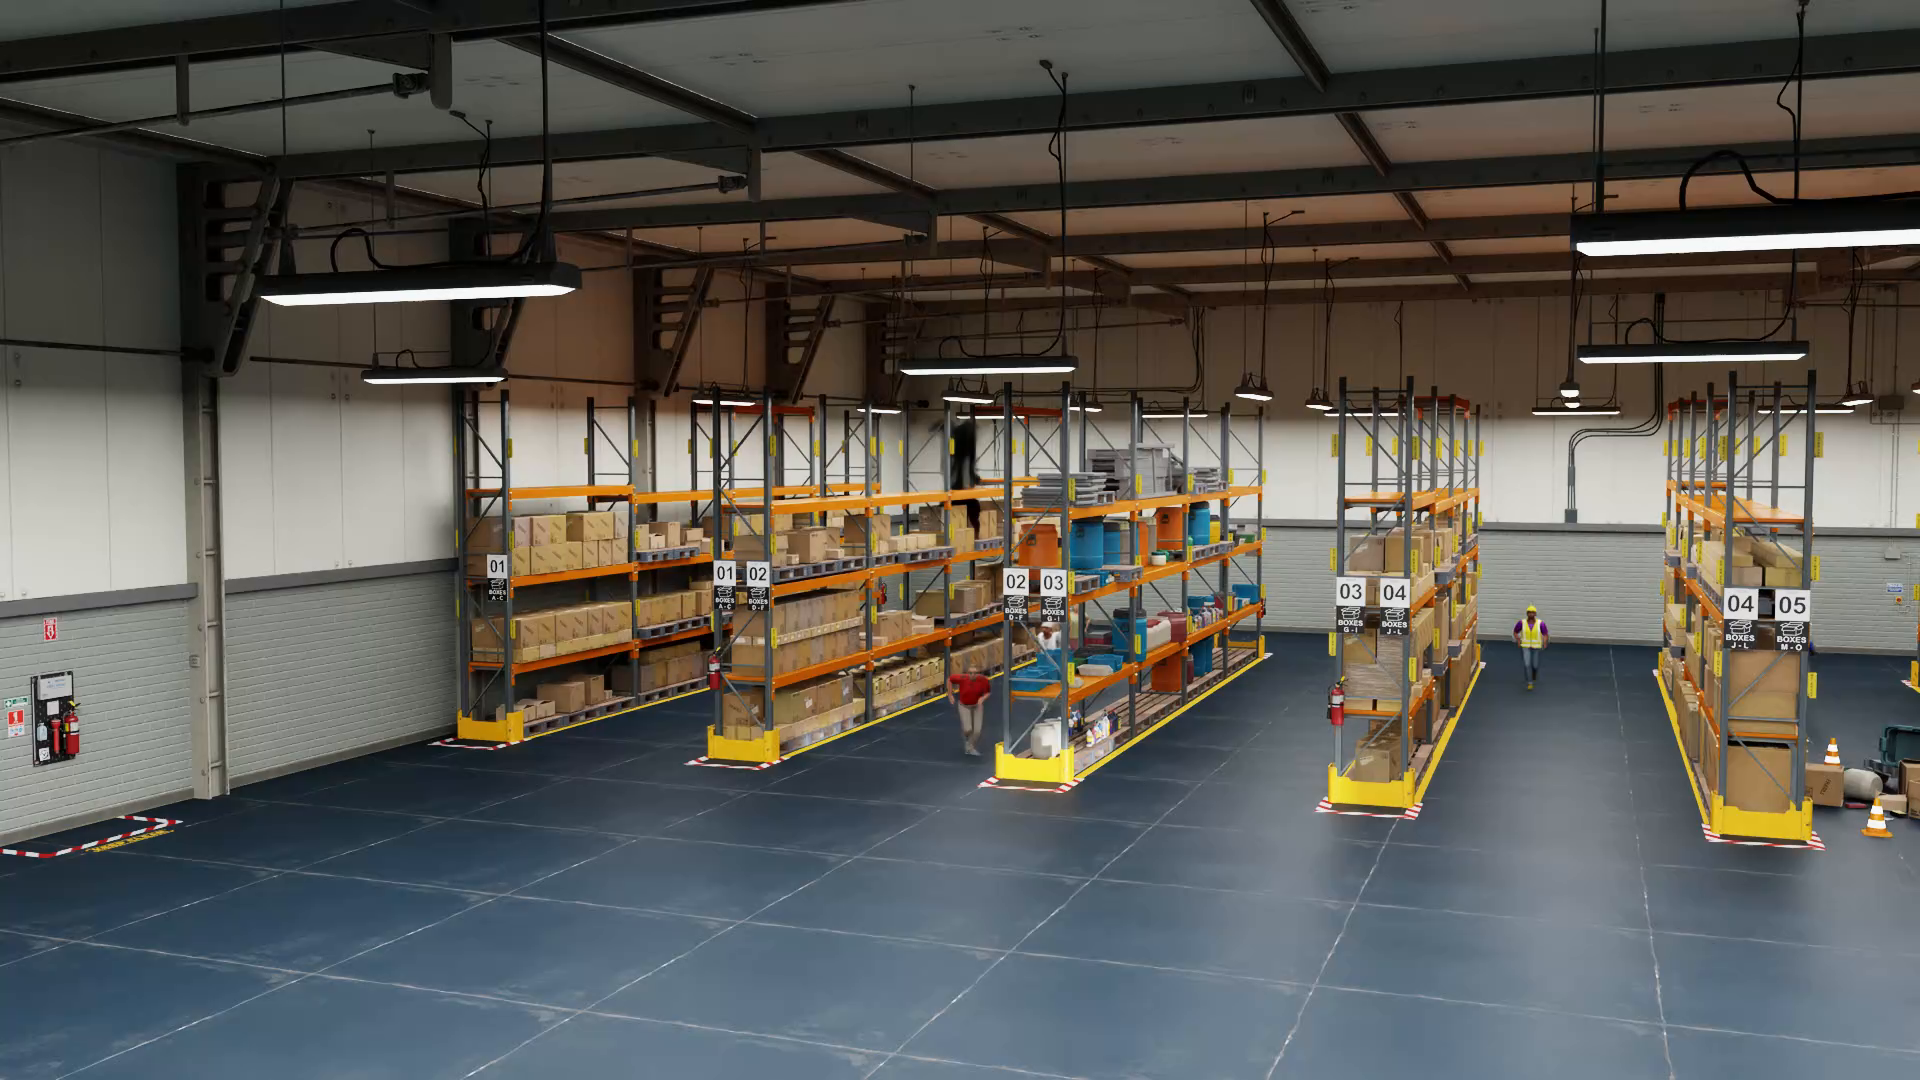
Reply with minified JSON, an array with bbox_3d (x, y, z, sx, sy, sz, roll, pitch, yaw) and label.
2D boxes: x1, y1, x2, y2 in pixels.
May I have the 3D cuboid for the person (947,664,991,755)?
[{"bbox_3d":[0.139,2.747,26.904,0.694,1.547,0.881,0,3,-6],"label":"person"}]

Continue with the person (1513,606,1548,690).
[{"bbox_3d":[11.895,2.240,34.673,0.701,1.729,0.680,1,3,18],"label":"person"}]

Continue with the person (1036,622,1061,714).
[{"bbox_3d":[1.762,2.396,31.813,0.680,1.769,1.006,1,3,24],"label":"person"}]

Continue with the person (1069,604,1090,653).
[{"bbox_3d":[2.537,2.160,36.301,0.567,1.717,0.776,1,3,9],"label":"person"}]

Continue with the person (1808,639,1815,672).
[{"bbox_3d":[15.899,2.460,31.566,0.589,1.717,0.758,1,3,21],"label":"person"}]
